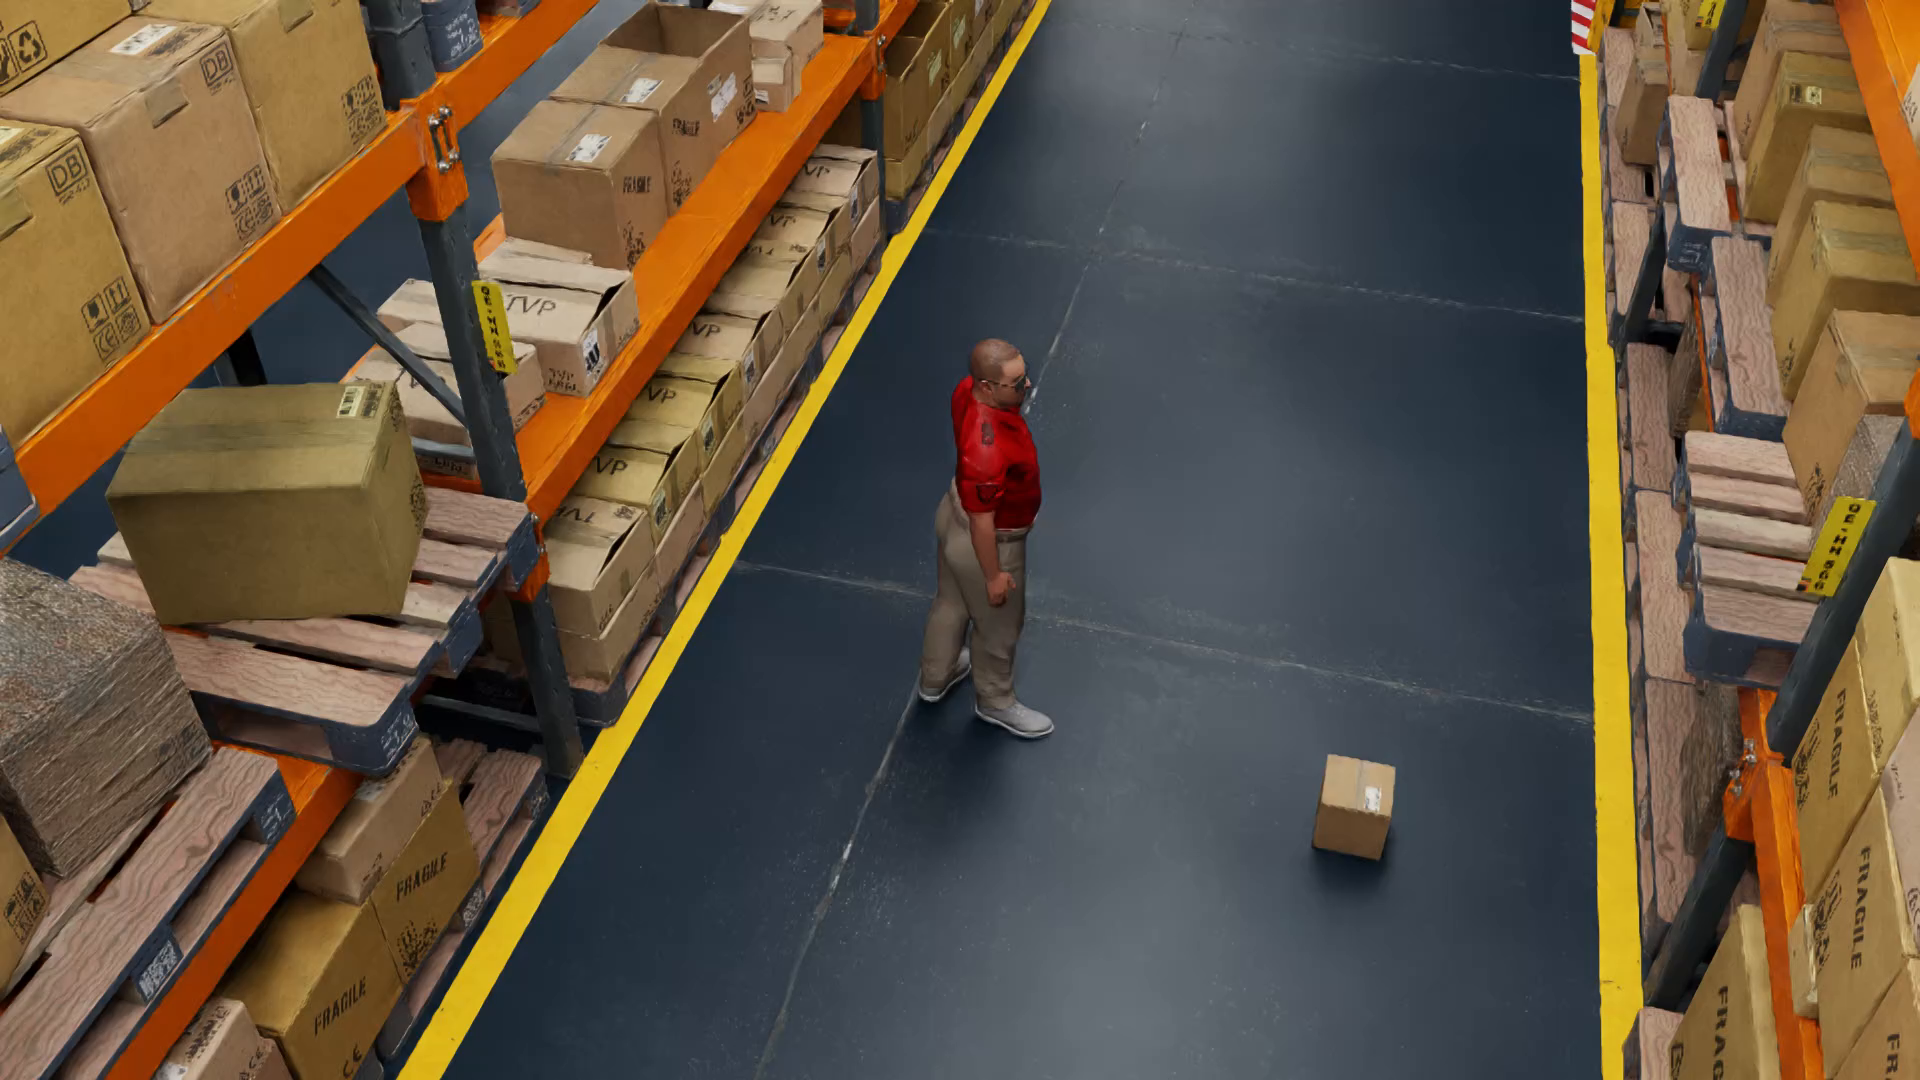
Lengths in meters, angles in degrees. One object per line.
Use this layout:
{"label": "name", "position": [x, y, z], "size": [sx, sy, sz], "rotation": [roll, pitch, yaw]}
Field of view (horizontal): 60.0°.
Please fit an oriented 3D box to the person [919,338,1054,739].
{"label": "person", "position": [0.084, -0.012, 6.178], "size": [0.495, 1.740, 0.541], "rotation": [-8, 41, -9]}
